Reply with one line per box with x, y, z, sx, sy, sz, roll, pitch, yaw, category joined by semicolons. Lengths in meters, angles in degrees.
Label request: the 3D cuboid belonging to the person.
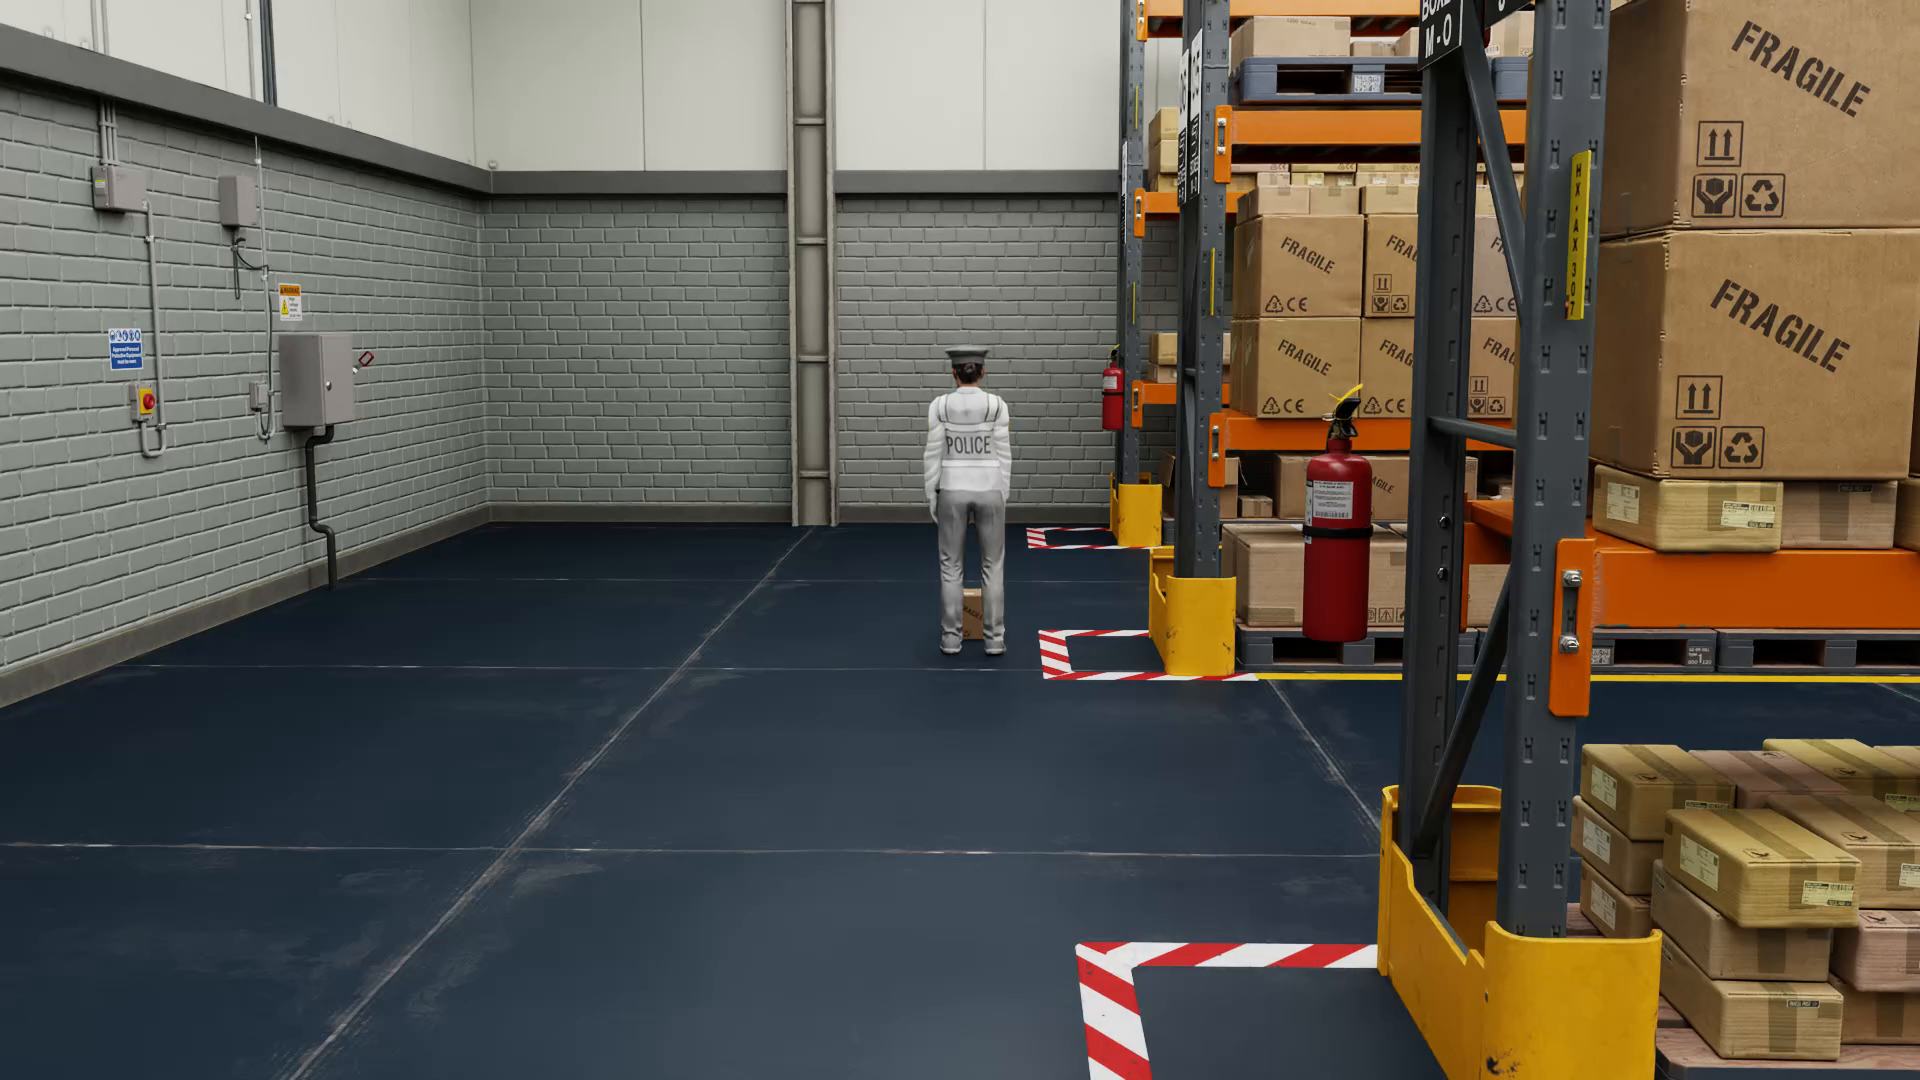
0.041;-0.211;8.957;0.471;1.664;0.327;0;7;2;person
